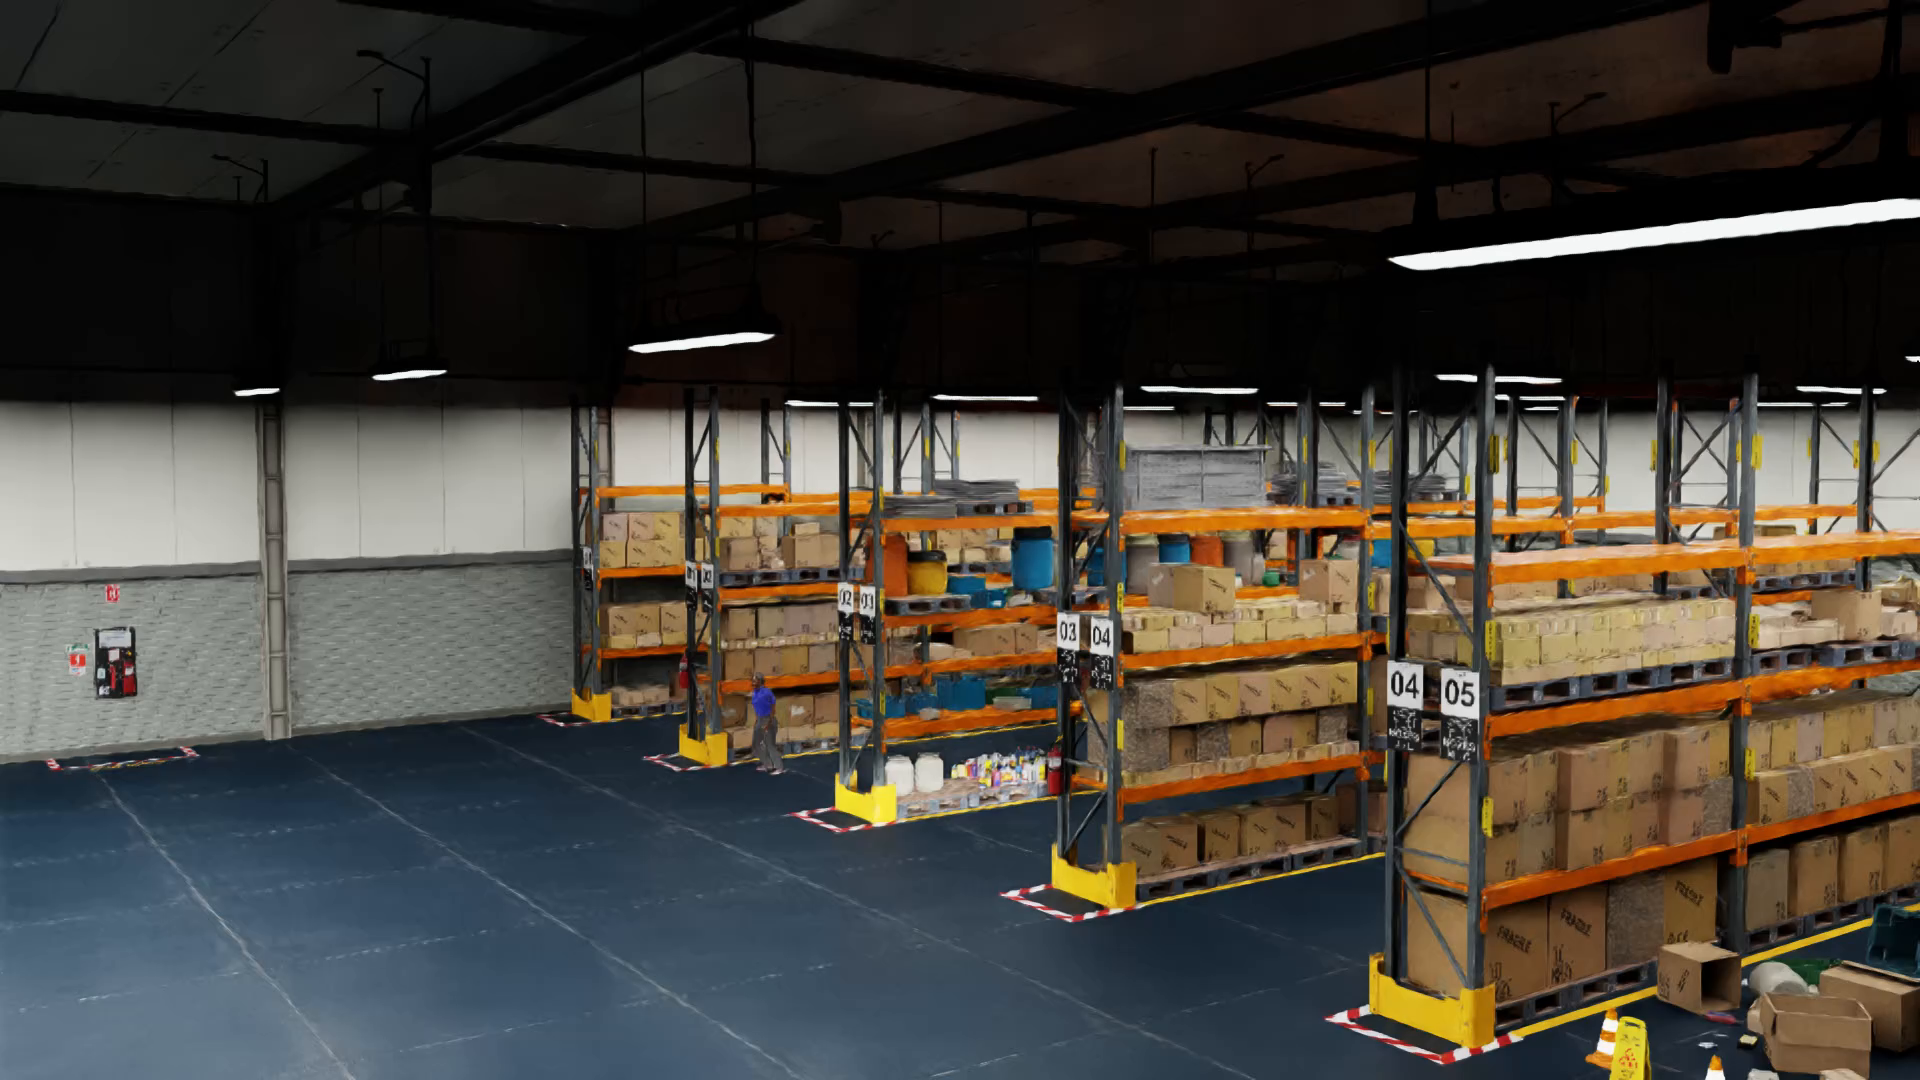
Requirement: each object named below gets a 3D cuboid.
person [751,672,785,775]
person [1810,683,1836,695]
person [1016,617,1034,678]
[{"bbox_3d":[-3.004,2.831,25.711,0.513,1.590,0.592,-3,4,-37],"label":"person"},{"bbox_3d":[12.904,2.823,24.754,0.534,1.715,0.682,-3,4,-37],"label":"person"},{"bbox_3d":[1.340,2.297,33.304,0.431,1.616,0.496,2,4,27],"label":"person"}]
